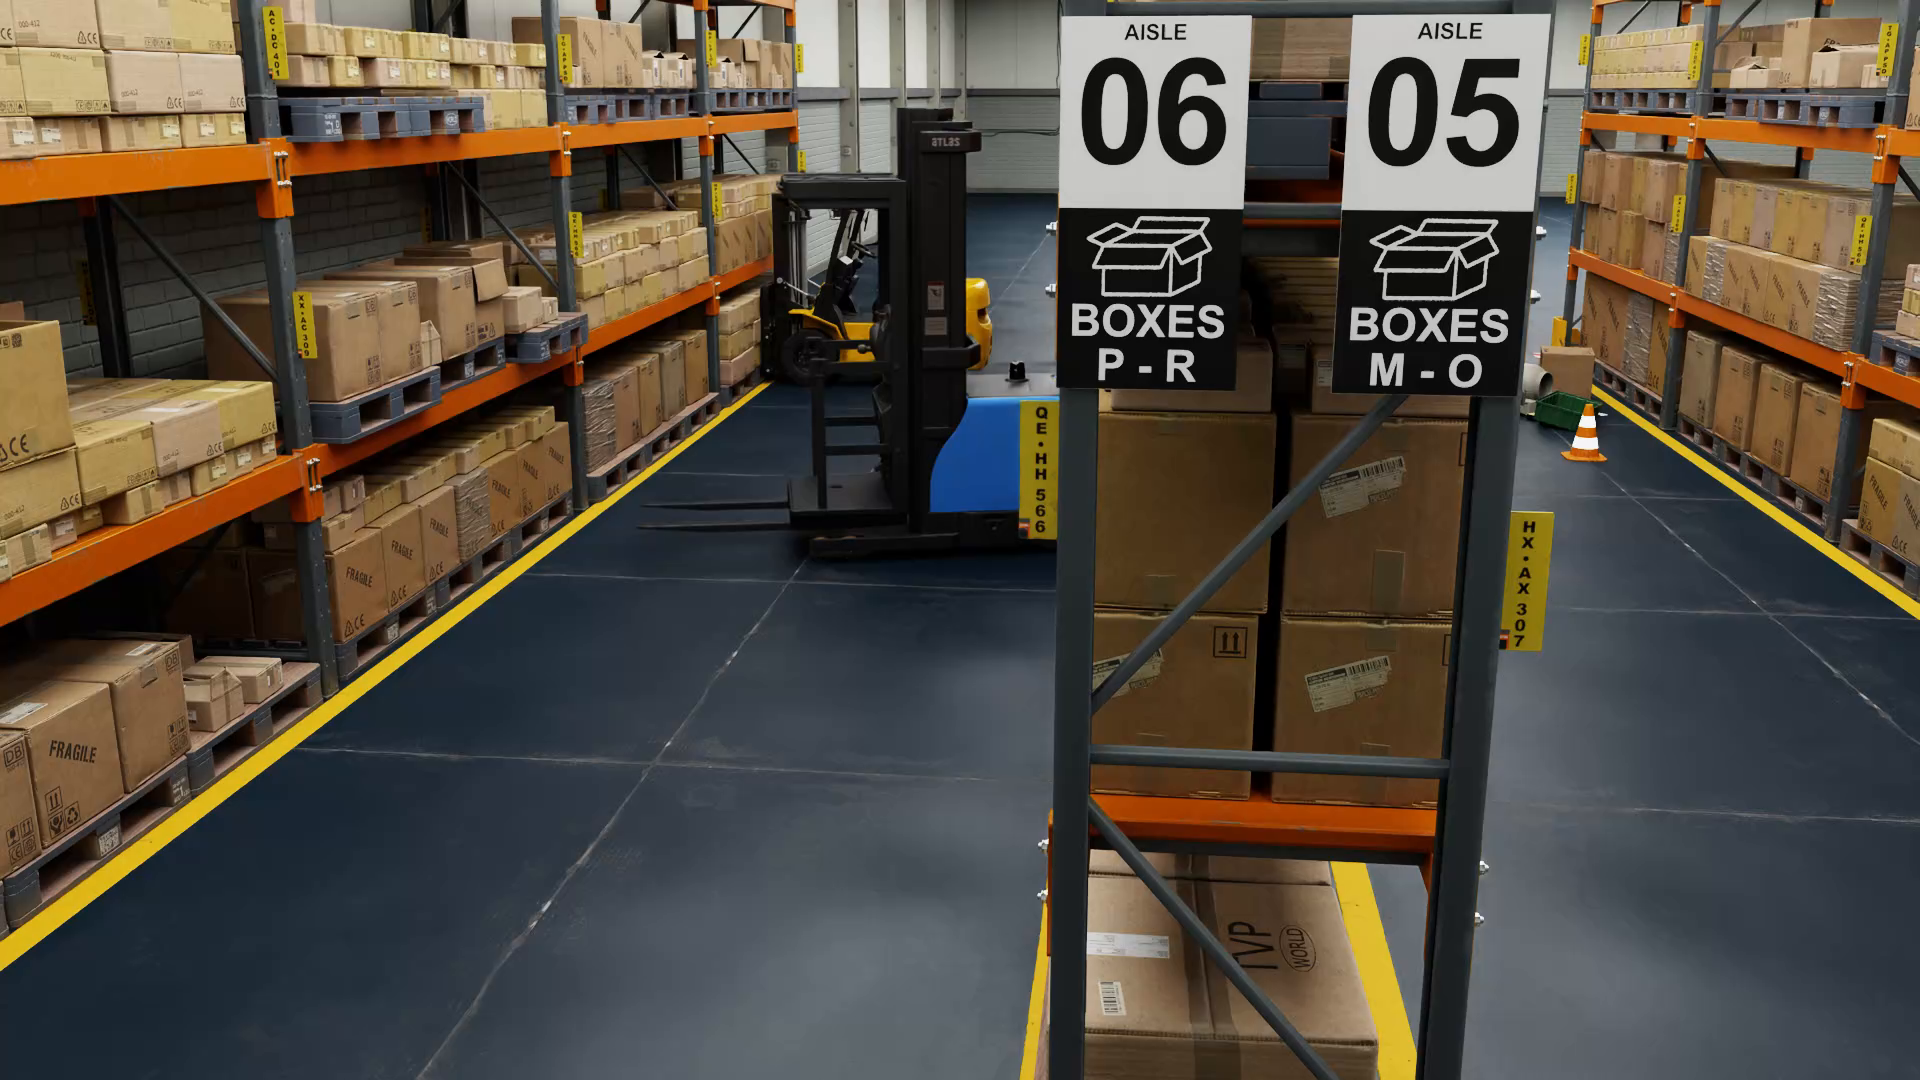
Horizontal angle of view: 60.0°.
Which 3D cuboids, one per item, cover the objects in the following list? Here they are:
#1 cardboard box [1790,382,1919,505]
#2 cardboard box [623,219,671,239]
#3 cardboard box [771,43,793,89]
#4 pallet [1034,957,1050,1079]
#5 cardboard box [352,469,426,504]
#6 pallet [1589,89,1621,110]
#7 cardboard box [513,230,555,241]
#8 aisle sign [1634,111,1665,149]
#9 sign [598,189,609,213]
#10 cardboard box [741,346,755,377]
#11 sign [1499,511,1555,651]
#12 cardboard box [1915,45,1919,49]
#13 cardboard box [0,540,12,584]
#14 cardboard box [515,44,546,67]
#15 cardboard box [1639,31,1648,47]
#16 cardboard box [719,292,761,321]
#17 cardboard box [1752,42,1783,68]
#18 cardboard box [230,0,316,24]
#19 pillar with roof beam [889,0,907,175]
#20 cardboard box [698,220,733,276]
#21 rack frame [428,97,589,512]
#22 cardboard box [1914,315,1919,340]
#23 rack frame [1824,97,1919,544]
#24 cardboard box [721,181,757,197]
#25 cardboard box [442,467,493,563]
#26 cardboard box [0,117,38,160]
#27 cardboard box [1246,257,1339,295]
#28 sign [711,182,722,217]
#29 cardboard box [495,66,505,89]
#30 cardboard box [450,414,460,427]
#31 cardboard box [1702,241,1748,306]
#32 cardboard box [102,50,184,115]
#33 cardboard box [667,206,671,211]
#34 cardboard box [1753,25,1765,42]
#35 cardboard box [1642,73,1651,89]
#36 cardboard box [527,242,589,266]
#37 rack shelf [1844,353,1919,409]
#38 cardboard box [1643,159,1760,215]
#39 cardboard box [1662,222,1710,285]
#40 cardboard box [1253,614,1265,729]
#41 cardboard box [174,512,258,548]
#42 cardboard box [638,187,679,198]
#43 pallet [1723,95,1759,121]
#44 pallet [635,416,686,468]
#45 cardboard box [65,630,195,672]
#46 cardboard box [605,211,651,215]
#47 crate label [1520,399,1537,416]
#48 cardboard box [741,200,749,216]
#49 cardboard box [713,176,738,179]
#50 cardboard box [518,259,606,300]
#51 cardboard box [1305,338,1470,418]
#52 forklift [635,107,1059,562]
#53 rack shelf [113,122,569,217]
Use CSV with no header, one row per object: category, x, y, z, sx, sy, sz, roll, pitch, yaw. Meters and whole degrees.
cardboard box,6.716,-0.694,11.989,1.050,0.750,0.750,1,15,5
cardboard box,-2.752,-2.723,14.552,0.380,0.149,0.250,1,15,5
cardboard box,-2.210,-5.387,18.905,0.500,0.500,0.500,2,15,8
pallet,0.738,1.669,5.084,1.003,0.211,1.213,2,15,6
cardboard box,-3.396,-0.320,9.842,0.380,0.149,0.250,2,15,6
pallet,7.387,-4.710,17.756,1.003,0.211,1.213,2,15,6
cardboard box,-3.395,-2.407,13.381,0.380,0.149,0.250,2,15,6
aisle sign,7.766,-4.762,18.545,0.394,0.787,0.004,2,15,6
sign,-3.405,-3.197,15.927,0.100,0.325,0.005,2,15,6
cardboard box,-2.428,-1.848,17.212,0.500,0.250,0.500,1,15,5
sign,1.276,0.095,3.755,0.100,0.325,0.005,2,15,6
cardboard box,6.972,-3.523,12.371,0.500,0.311,0.500,1,15,5
cardboard box,-3.703,0.099,6.030,0.380,0.149,0.250,1,15,5
cardboard box,-3.049,-3.301,11.330,0.380,0.149,0.250,2,15,8
cardboard box,6.904,-4.921,16.324,0.380,0.149,0.250,2,15,7
cardboard box,-2.374,-2.461,17.563,0.500,0.250,0.500,2,15,8
cardboard box,7.342,-4.349,14.972,0.500,0.250,0.500,2,15,7
cardboard box,-3.375,-2.639,8.050,0.396,0.266,0.258,2,15,6
pillar with roof beam,2.933,-11.046,35.272,9.100,9.000,0.400,2,15,6
cardboard box,-2.544,-2.880,16.376,0.500,0.500,0.500,1,15,5
rack frame,-3.305,-1.687,12.155,1.000,3.000,0.127,2,15,6
cardboard box,6.276,-1.324,10.489,0.380,0.149,0.250,2,15,9
rack frame,6.558,-1.422,11.176,1.000,3.000,0.127,2,15,6
cardboard box,-2.400,-3.770,17.853,0.380,0.149,0.250,2,15,7
cardboard box,-3.302,-0.167,10.516,0.500,0.500,0.500,1,15,4
cardboard box,-3.647,-1.474,6.103,0.380,0.149,0.250,2,15,7
cardboard box,1.279,-0.998,6.255,0.380,0.149,0.250,2,15,6
sign,-2.313,-3.232,15.801,0.100,0.325,0.005,2,15,6
cardboard box,-3.209,-3.022,10.869,0.380,0.149,0.250,2,15,8
cardboard box,-3.730,-0.802,11.624,0.380,0.149,0.250,2,15,8
cardboard box,6.626,-2.249,14.040,0.500,0.500,0.500,2,15,7
cardboard box,-3.610,-1.901,6.918,0.500,0.250,0.500,1,15,4
cardboard box,-3.079,-3.243,16.474,0.380,0.149,0.250,1,15,5
cardboard box,7.415,-4.573,15.039,0.380,0.149,0.250,2,15,6
cardboard box,6.874,-4.472,16.192,0.380,0.149,0.250,2,15,6
cardboard box,-2.976,-2.123,12.331,0.380,0.149,0.250,2,15,8
rack shelf,6.332,-0.556,9.351,1.077,0.370,4.000,2,15,6
cardboard box,7.229,-3.430,16.245,0.875,0.550,0.550,2,15,6
cardboard box,7.039,-2.628,15.348,0.875,0.550,0.550,2,15,6
cardboard box,1.094,0.237,4.849,0.500,0.500,0.500,1,15,5
cardboard box,-4.001,-0.063,8.890,0.380,0.149,0.250,1,15,4
cardboard box,-3.031,-3.454,16.686,0.380,0.149,0.250,2,15,6
pallet,6.955,-3.576,13.761,0.805,0.209,1.217,1,15,4
pallet,-3.033,-0.869,14.471,1.003,0.211,1.213,2,15,6
cardboard box,-4.065,0.610,8.007,0.500,0.311,0.500,2,15,8
cardboard box,-3.106,-3.001,15.580,0.380,0.149,0.250,1,15,5
crate label,5.492,-1.299,16.202,0.298,0.136,0.250,-10,18,-32
cardboard box,-2.394,-3.426,17.153,0.380,0.149,0.250,2,15,6
cardboard box,-2.731,-4.050,18.891,0.380,0.149,0.250,2,15,7
cardboard box,-2.987,-1.963,12.506,0.500,0.250,0.500,2,15,6
cardboard box,1.040,-0.395,4.027,0.380,0.149,0.250,2,15,7
forklift,-0.711,-1.417,11.287,3.031,2.935,1.130,-2,15,-7
rack shelf,-3.530,-2.269,9.939,1.077,0.370,4.000,2,15,6
